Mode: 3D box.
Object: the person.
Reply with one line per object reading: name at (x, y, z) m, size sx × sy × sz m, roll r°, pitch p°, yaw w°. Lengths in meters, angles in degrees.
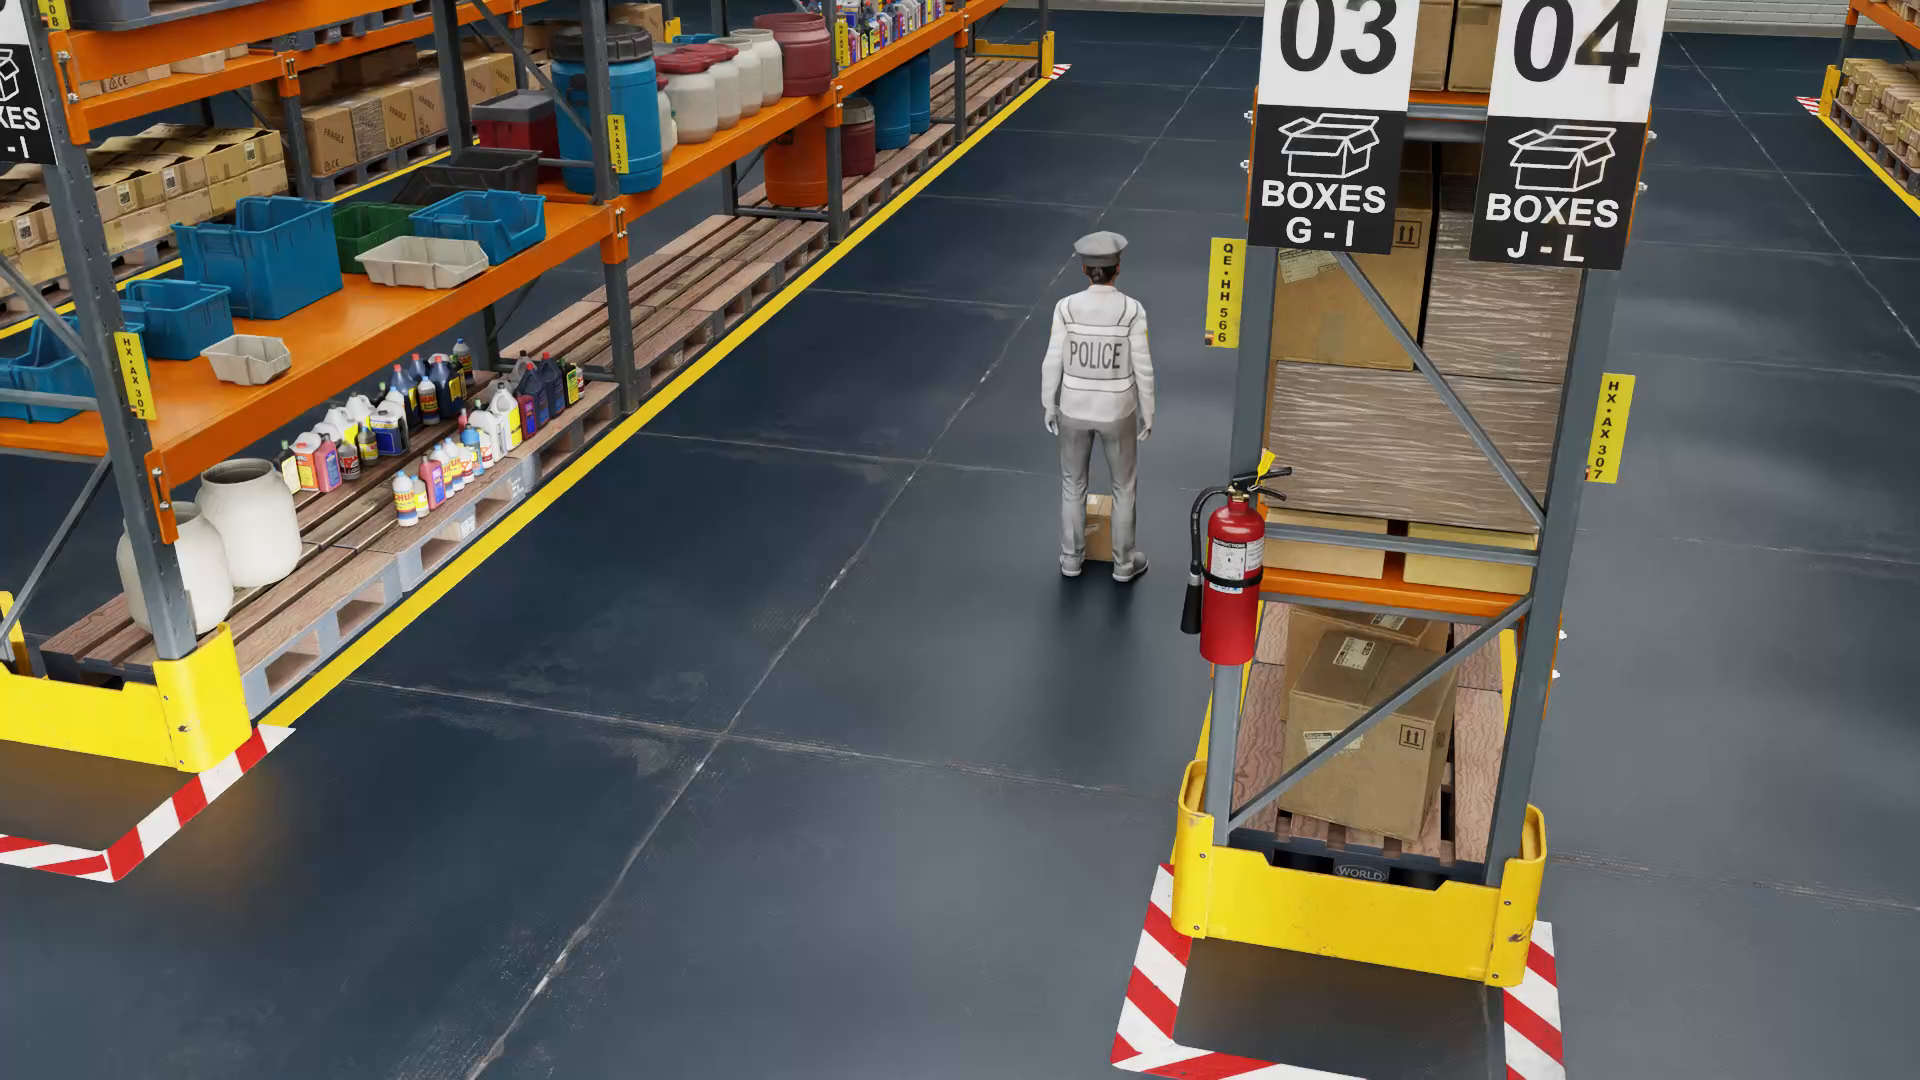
person at (0.652, -0.602, 7.868) m, size 0.538 × 1.663 × 0.378 m, roll 6°, pitch 26°, yaw 12°
